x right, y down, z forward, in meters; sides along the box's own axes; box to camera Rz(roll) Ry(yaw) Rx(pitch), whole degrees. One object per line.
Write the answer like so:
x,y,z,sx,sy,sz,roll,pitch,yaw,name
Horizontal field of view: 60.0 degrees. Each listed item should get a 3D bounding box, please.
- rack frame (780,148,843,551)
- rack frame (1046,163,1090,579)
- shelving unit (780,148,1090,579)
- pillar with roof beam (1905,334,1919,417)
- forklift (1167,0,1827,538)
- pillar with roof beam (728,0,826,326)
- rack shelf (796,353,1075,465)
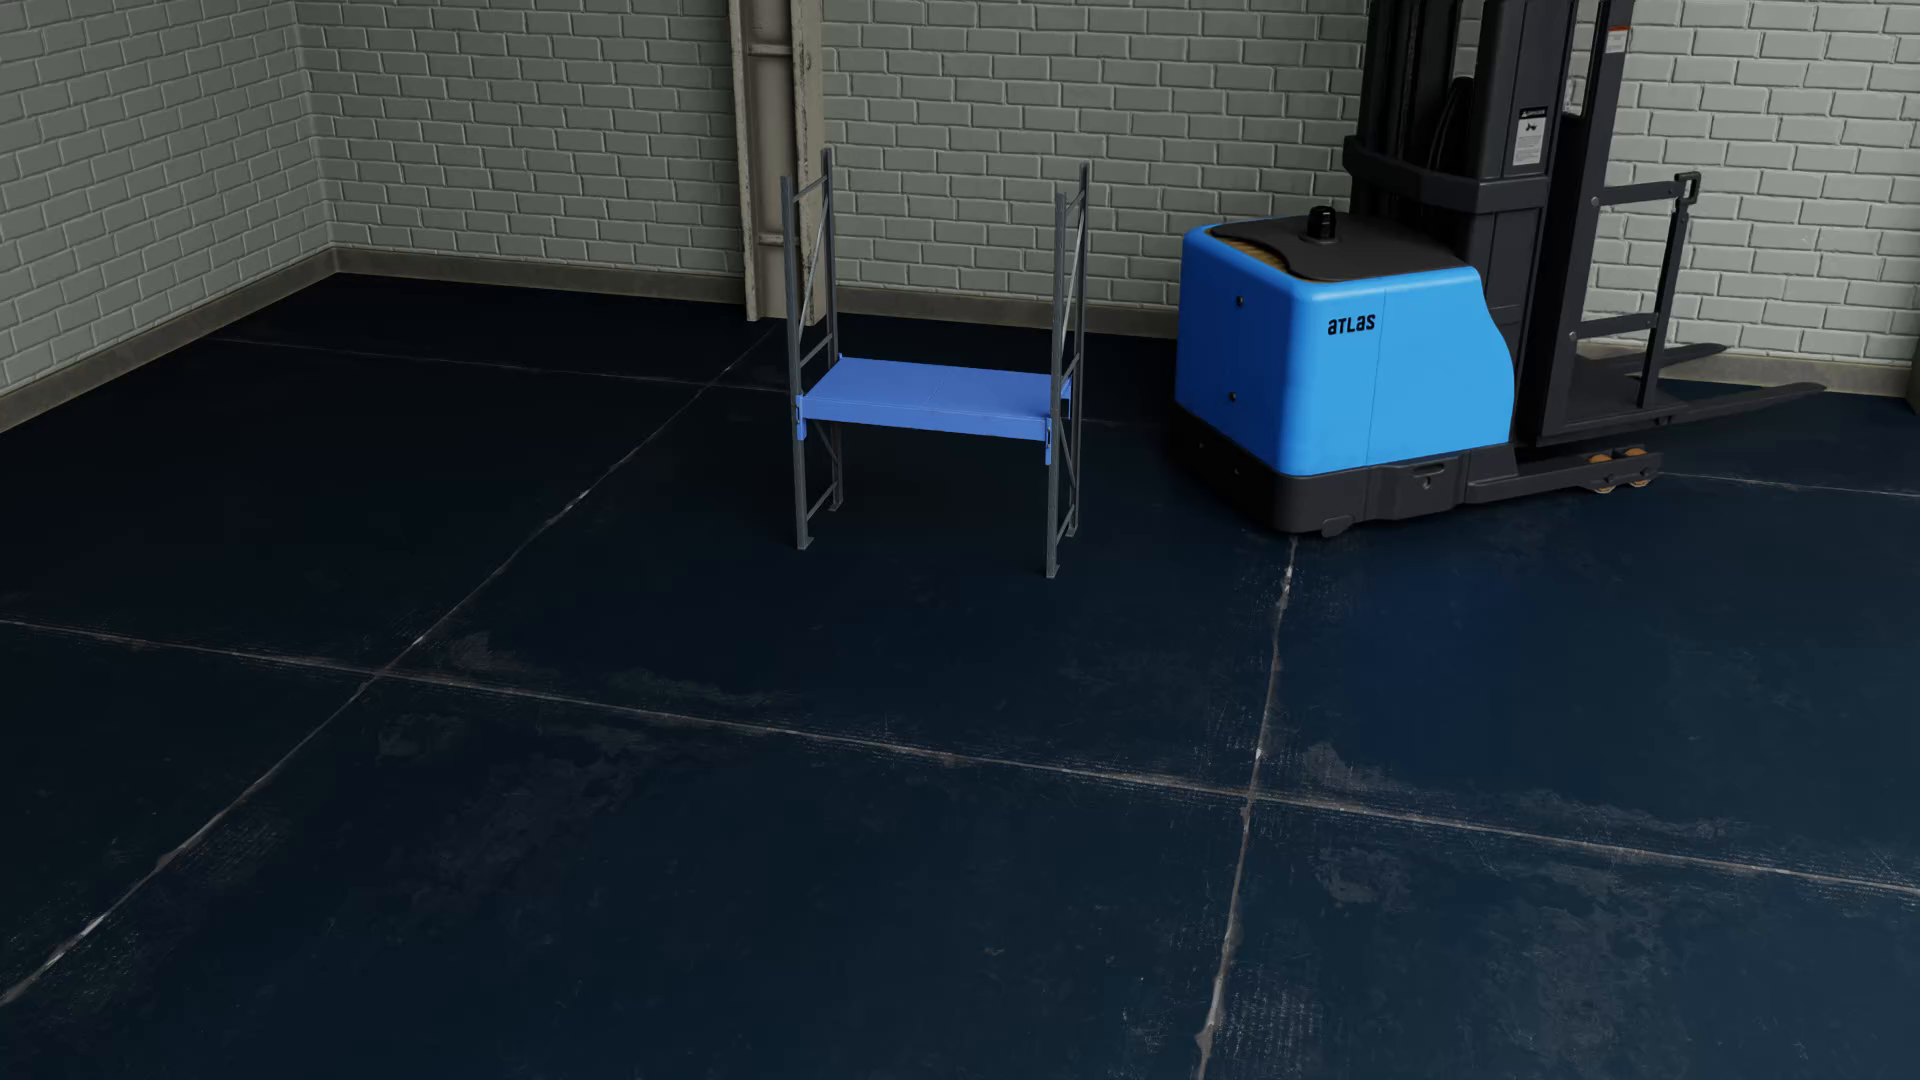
-0.575,-0.741,6.561,0.032,1.500,0.500,6,26,13,rack frame
0.410,-0.632,6.332,0.032,1.500,0.500,6,26,13,rack frame
-0.083,-0.686,6.447,1.048,1.500,0.538,6,26,13,shelving unit
3.768,-2.905,2.382,0.400,9.000,9.100,6,26,13,pillar with roof beam
2.497,-1.722,6.958,3.031,2.935,1.130,-10,27,-20,forklift
-2.043,-3.547,3.732,0.400,9.000,9.100,6,26,13,pillar with roof beam
-0.083,-0.524,6.524,1.000,0.185,0.538,6,26,13,rack shelf
